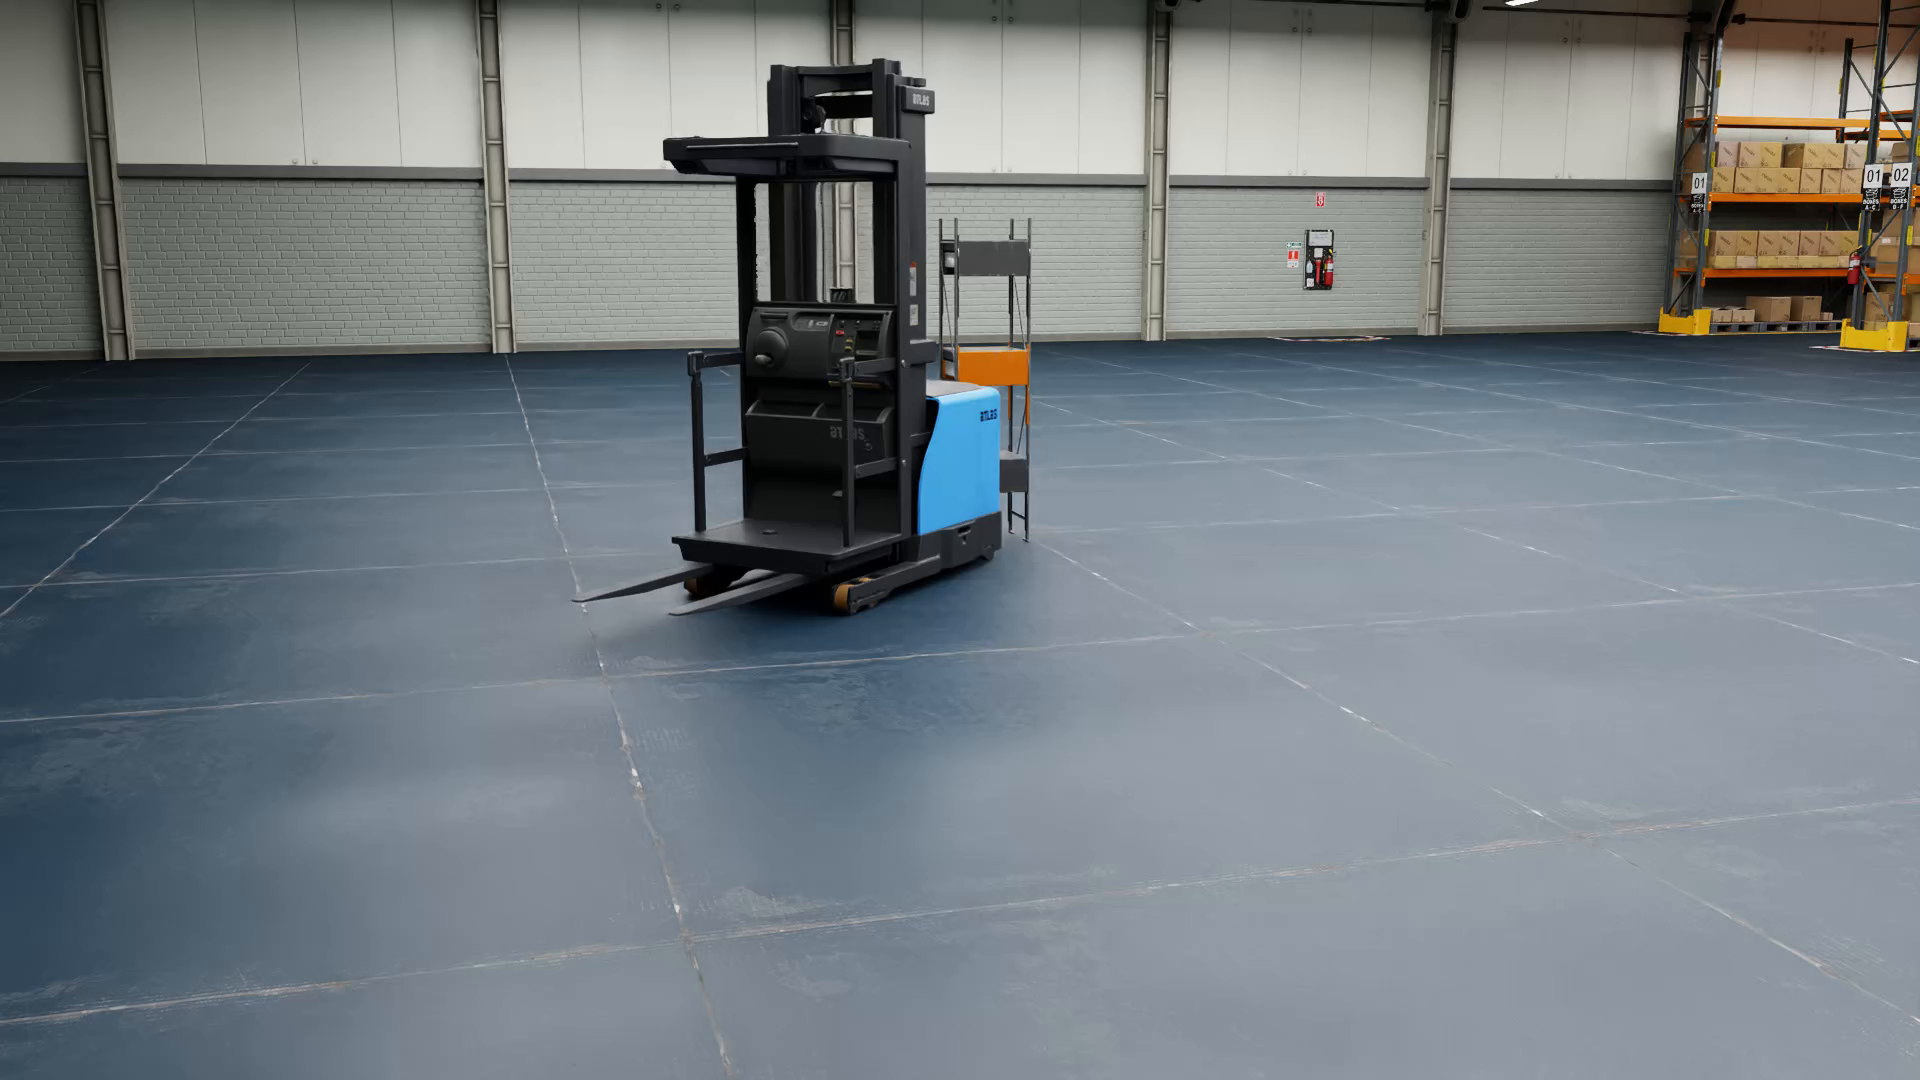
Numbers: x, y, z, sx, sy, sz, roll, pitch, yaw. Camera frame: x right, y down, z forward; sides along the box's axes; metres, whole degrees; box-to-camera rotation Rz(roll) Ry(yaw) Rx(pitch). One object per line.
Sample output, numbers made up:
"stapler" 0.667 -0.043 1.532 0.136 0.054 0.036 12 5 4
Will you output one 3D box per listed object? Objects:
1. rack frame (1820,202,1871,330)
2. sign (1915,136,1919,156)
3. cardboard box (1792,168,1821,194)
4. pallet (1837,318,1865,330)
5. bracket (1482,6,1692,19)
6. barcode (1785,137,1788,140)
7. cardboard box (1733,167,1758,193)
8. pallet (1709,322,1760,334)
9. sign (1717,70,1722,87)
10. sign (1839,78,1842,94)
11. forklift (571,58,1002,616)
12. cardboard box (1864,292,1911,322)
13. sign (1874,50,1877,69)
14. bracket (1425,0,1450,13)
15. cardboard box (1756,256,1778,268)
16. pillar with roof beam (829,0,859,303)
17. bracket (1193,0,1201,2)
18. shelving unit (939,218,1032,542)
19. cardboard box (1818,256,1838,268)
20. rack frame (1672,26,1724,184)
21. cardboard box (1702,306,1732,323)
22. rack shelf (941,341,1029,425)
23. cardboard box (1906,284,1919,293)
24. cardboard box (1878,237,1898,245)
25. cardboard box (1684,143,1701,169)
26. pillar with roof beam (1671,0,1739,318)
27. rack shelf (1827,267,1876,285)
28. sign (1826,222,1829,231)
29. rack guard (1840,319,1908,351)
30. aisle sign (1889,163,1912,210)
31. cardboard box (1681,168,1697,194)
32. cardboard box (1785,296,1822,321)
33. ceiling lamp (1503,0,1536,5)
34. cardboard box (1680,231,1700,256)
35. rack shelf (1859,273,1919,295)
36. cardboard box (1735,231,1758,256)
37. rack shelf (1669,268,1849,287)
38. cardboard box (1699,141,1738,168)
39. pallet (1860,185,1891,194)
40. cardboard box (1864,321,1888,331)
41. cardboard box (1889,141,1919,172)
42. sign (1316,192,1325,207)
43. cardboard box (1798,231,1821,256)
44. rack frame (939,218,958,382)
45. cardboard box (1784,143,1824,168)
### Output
"rack frame" 18.632 -5.930 34.975 0.127 3.000 1.000 -3 11 -16
"sign" 16.329 -6.714 28.315 0.005 0.325 0.100 -3 11 -16
"cardboard box" 17.206 -7.338 34.005 0.500 0.500 0.500 -3 11 -18
"pallet" 19.379 -4.599 35.443 1.213 0.211 1.003 -3 11 -16
"bracket" 12.433 -10.420 32.854 4.783 0.066 0.076 -3 11 -16
"barcode" 17.177 -8.344 34.556 0.075 0.075 0.001 -3 11 -16
"cardboard box" 15.708 -7.257 33.563 0.500 0.500 0.500 -2 11 -12
"pallet" 15.654 -4.395 34.339 1.213 0.211 1.003 -3 11 -16
"sign" 14.943 -9.082 32.728 0.005 0.325 0.100 -3 11 -16
"sign" 18.471 -9.514 34.856 0.005 0.325 0.100 -3 11 -16
"forklift" -0.897 -1.137 9.127 1.130 2.935 3.031 6 12 29
"cardboard box" 16.611 -4.169 29.770 0.500 0.500 0.500 -3 11 -16
"sign" 16.042 -8.411 29.080 0.005 0.325 0.100 -3 11 -16
"bracket" 9.162 -10.248 31.917 0.430 0.232 0.235 -3 11 -16
"cardboard box" 16.334 -5.687 34.012 0.500 0.250 0.500 -3 11 -17
"pillar with roof beam" -0.857 -7.205 25.329 0.548 9.000 9.100 -3 11 -16
"bracket" 4.198 -9.986 30.496 0.430 0.232 0.235 -3 11 -16
"shelving unit" 0.159 -1.041 10.902 0.503 2.100 0.431 -3 11 -16
"cardboard box" 17.781 -5.766 34.441 0.500 0.250 0.500 -3 11 -16
"rack frame" 14.792 -8.678 33.333 0.127 3.000 1.000 -3 11 -16
"cardboard box" 15.481 -4.641 34.184 0.500 0.311 0.500 -4 11 -22
"rack shelf" 0.159 -1.028 10.904 0.480 0.518 0.431 -3 11 -16
"cardboard box" 20.255 -5.376 35.583 0.500 0.250 0.500 -3 11 -18
"cardboard box" 16.493 -5.288 29.416 0.250 0.149 0.380 -3 11 -17
"cardboard box" 15.132 -7.821 33.868 0.500 0.500 0.500 -3 11 -13
"pillar with roof beam" 16.425 -8.116 30.277 0.548 9.000 9.100 -3 11 -16
"rack shelf" 20.552 -5.678 35.590 4.000 0.370 1.077 -3 11 -16
"sign" 18.474 -6.596 35.393 0.005 0.325 0.100 -3 11 -16
"rack guard" 16.157 -3.636 29.419 0.348 0.500 1.175 -3 11 -16
"aisle sign" 16.202 -6.089 28.656 0.004 0.787 0.394 -3 11 -16
"cardboard box" 15.121 -7.327 33.947 0.500 0.500 0.500 -2 11 -12
"cardboard box" 17.647 -4.858 34.839 0.500 0.500 0.500 -4 11 -20
"ceiling lamp" 9.430 -10.494 27.074 0.800 3.185 2.000 -3 11 -16
"cardboard box" 15.185 -6.094 34.150 0.500 0.500 0.500 -3 11 -17
"rack shelf" 18.100 -4.614 29.814 4.000 0.370 1.077 -3 11 -16
"cardboard box" 15.811 -6.028 33.793 0.500 0.500 0.500 -3 11 -16
"rack shelf" 16.712 -5.475 34.491 4.000 0.370 1.077 -3 11 -16
"cardboard box" 15.229 -7.731 33.379 0.500 0.500 0.500 -4 11 -20
"pallet" 19.255 -7.326 34.790 1.003 0.211 1.213 -3 11 -16
"cardboard box" 16.612 -3.800 29.836 0.500 0.250 0.500 -3 11 -16
"cardboard box" 16.733 -6.697 29.021 0.637 0.503 0.797 -2 11 -12
"sign" 7.042 -6.649 32.474 0.199 0.298 0.001 -3 11 -16
"cardboard box" 17.300 -6.108 34.226 0.500 0.500 0.500 -3 11 -18
"rack frame" -0.075 -1.029 10.835 0.015 2.100 0.400 -3 11 -16
"cardboard box" 17.205 -7.826 33.894 0.500 0.500 0.500 -3 11 -18
